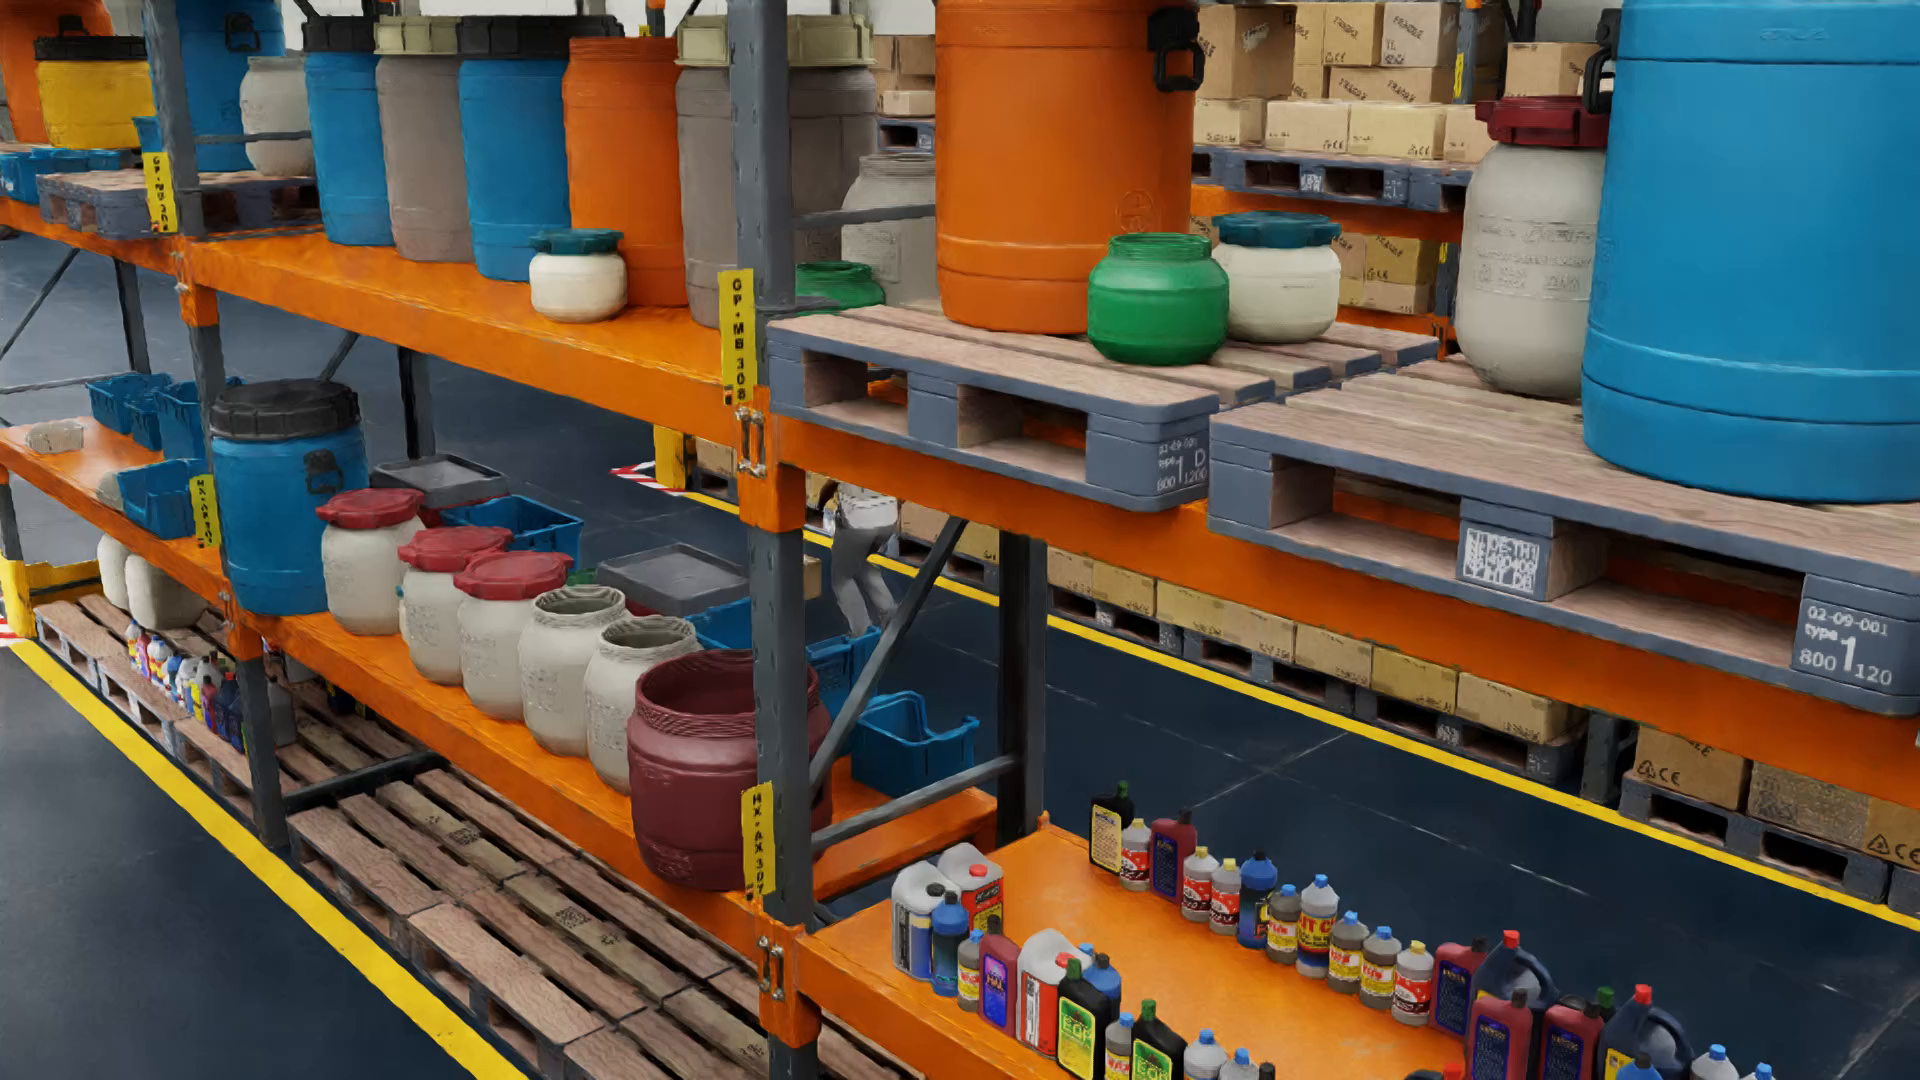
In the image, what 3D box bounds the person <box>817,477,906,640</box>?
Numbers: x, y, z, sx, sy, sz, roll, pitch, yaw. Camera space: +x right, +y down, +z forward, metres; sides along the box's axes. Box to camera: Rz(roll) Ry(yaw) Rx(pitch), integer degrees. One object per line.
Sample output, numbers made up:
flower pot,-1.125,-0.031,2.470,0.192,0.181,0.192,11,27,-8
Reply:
person,-0.608,-0.123,9.952,0.505,1.663,0.640,15,23,40
